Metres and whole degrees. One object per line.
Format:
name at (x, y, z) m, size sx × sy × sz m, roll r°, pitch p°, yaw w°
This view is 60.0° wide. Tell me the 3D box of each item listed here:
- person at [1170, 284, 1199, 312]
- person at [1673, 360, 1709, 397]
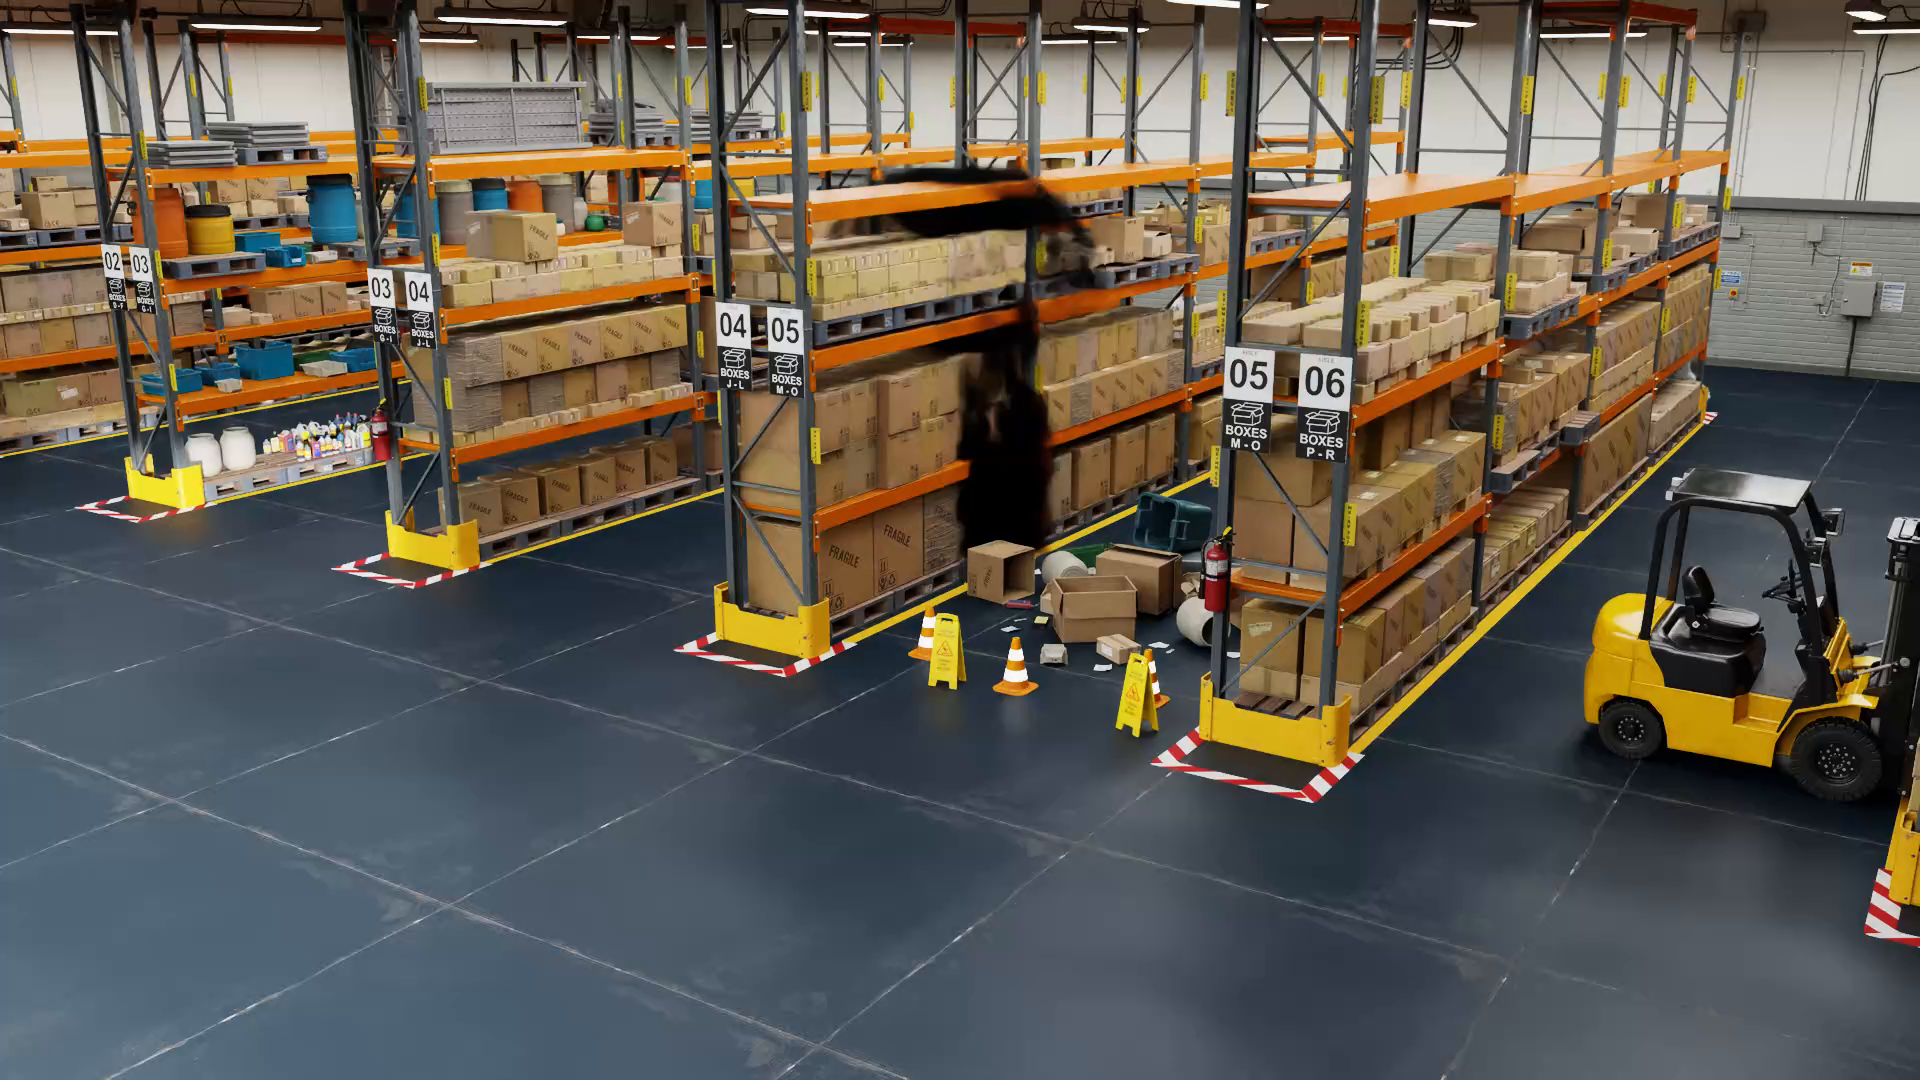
person at (4.076, -3.840, 30.067) m, size 0.641 × 1.638 × 0.665 m, roll -1°, pitch 16°, yaw -3°
person at (11.782, -3.036, 27.058) m, size 0.600 × 1.667 × 0.927 m, roll -7°, pitch 17°, yaw -25°
